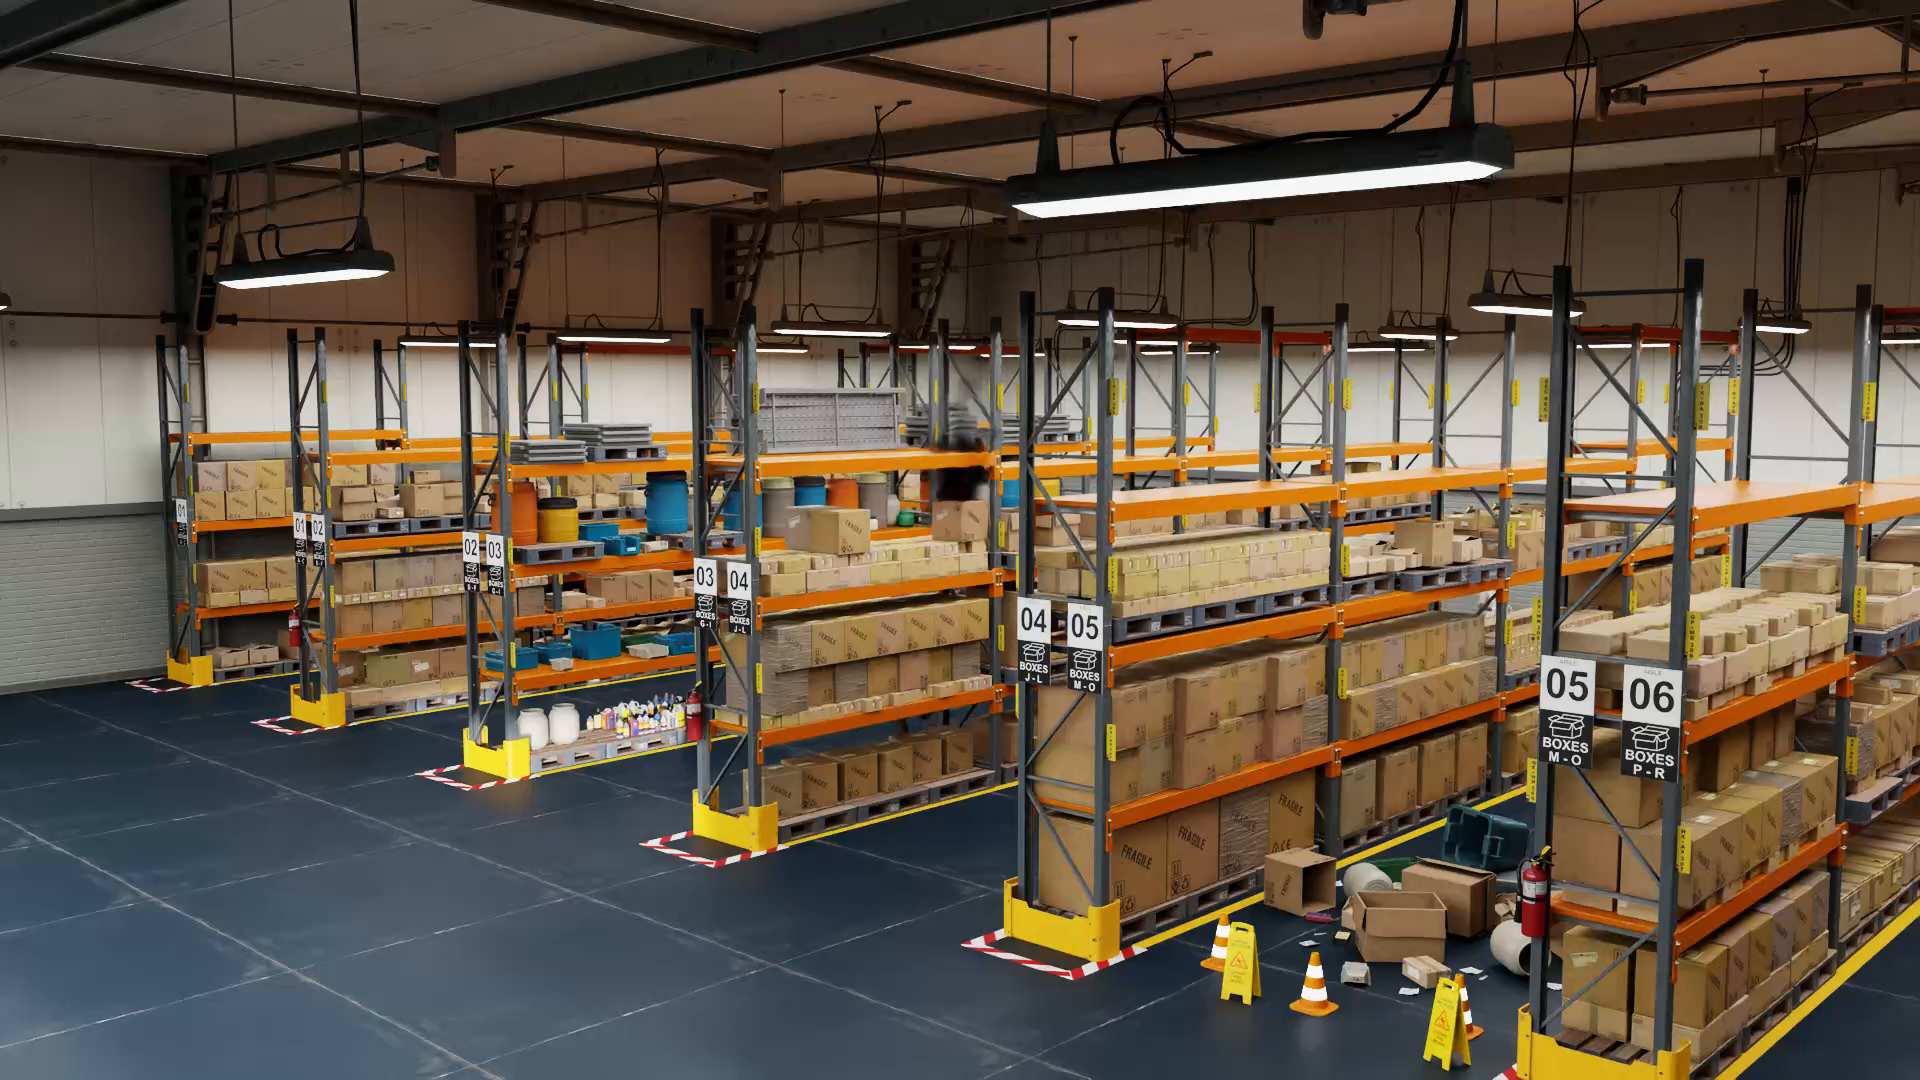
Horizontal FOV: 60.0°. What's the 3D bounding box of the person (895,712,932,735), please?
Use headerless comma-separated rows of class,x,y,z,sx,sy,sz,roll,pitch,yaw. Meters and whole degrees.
person,-0.736,2.031,24.227,0.715,1.716,0.826,3,6,32

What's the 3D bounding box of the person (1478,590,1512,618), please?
person,9.686,1.466,30.053,0.701,1.769,0.986,-2,6,-16
